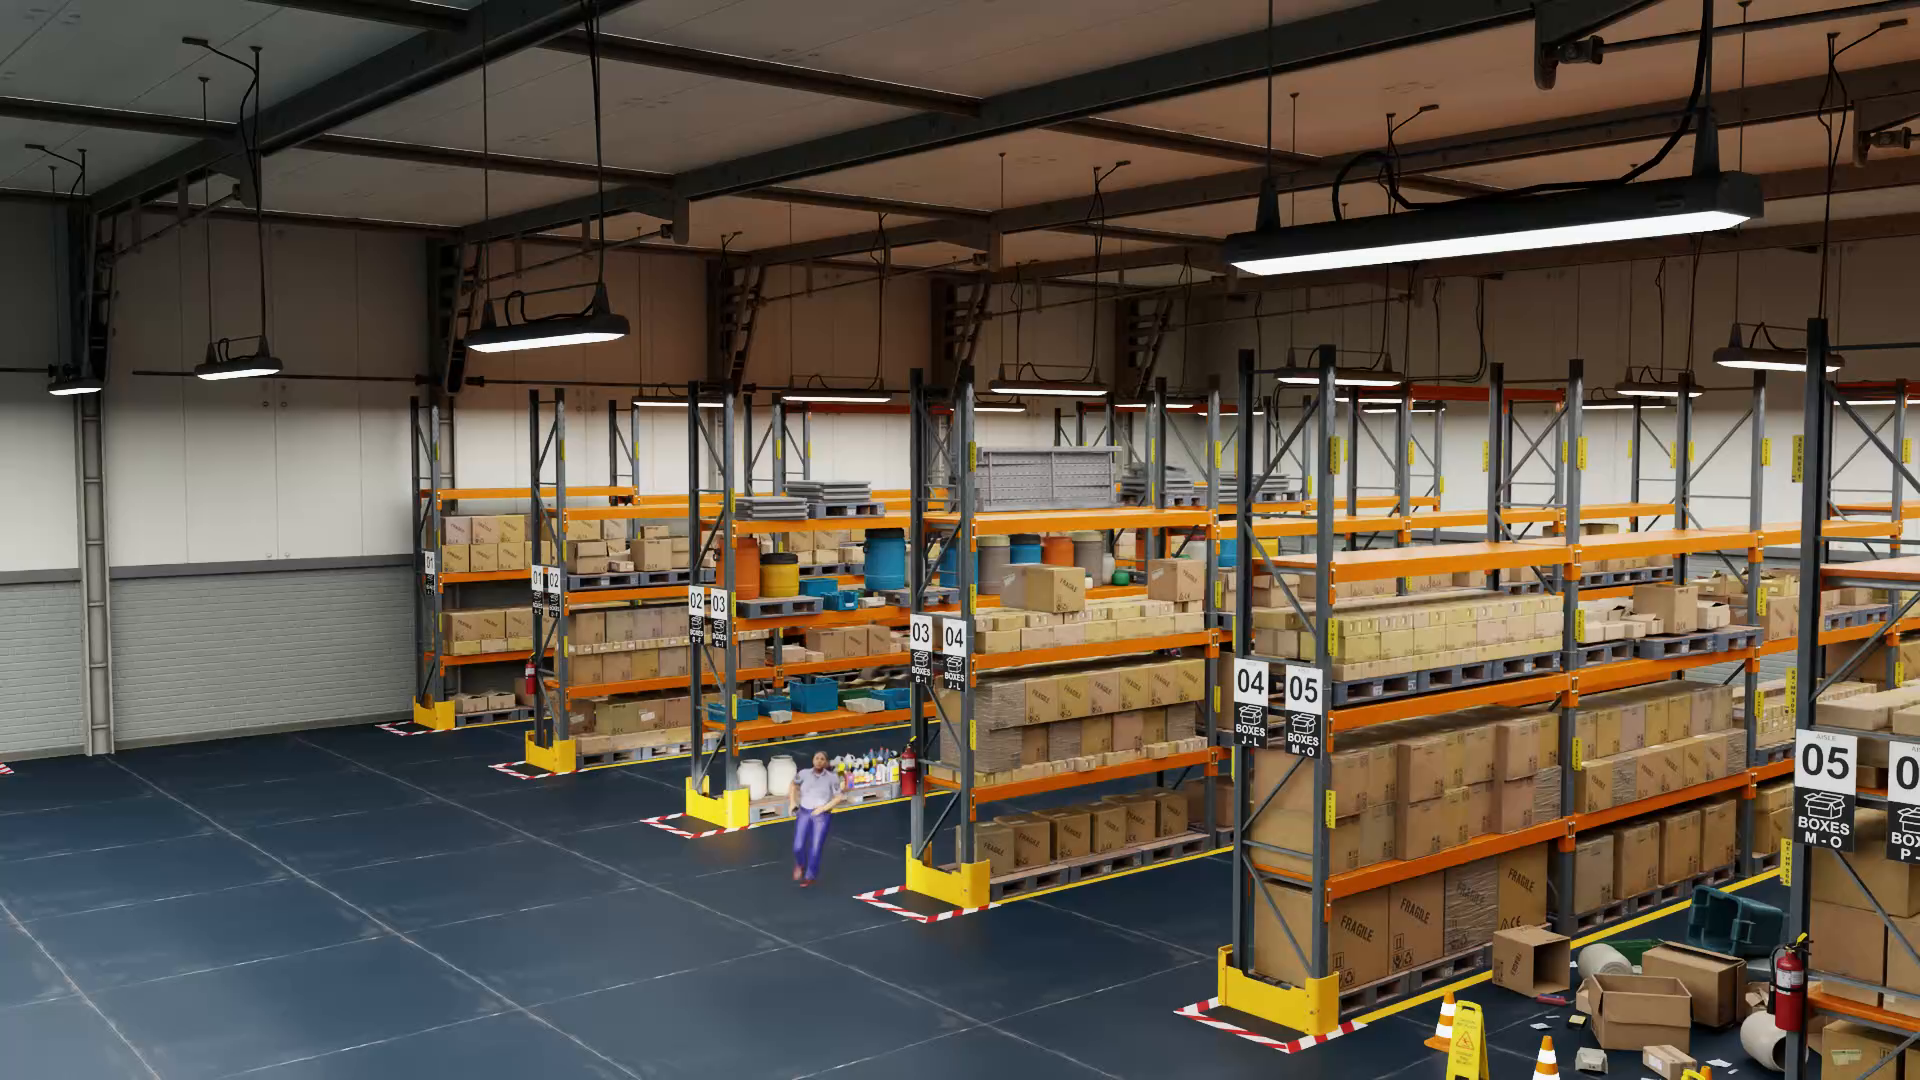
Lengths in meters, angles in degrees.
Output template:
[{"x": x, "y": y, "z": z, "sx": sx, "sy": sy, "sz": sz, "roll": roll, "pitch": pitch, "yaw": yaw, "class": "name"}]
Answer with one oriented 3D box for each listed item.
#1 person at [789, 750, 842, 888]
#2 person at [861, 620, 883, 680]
[{"x": -1.686, "y": 3.239, "z": 19.297, "sx": 0.641, "sy": 1.599, "sz": 0.523, "roll": 0, "pitch": 3, "yaw": 2, "class": "person"}, {"x": -1.697, "y": 2.395, "z": 32.801, "sx": 0.645, "sy": 1.700, "sz": 0.653, "roll": -3, "pitch": 4, "yaw": -39, "class": "person"}]
